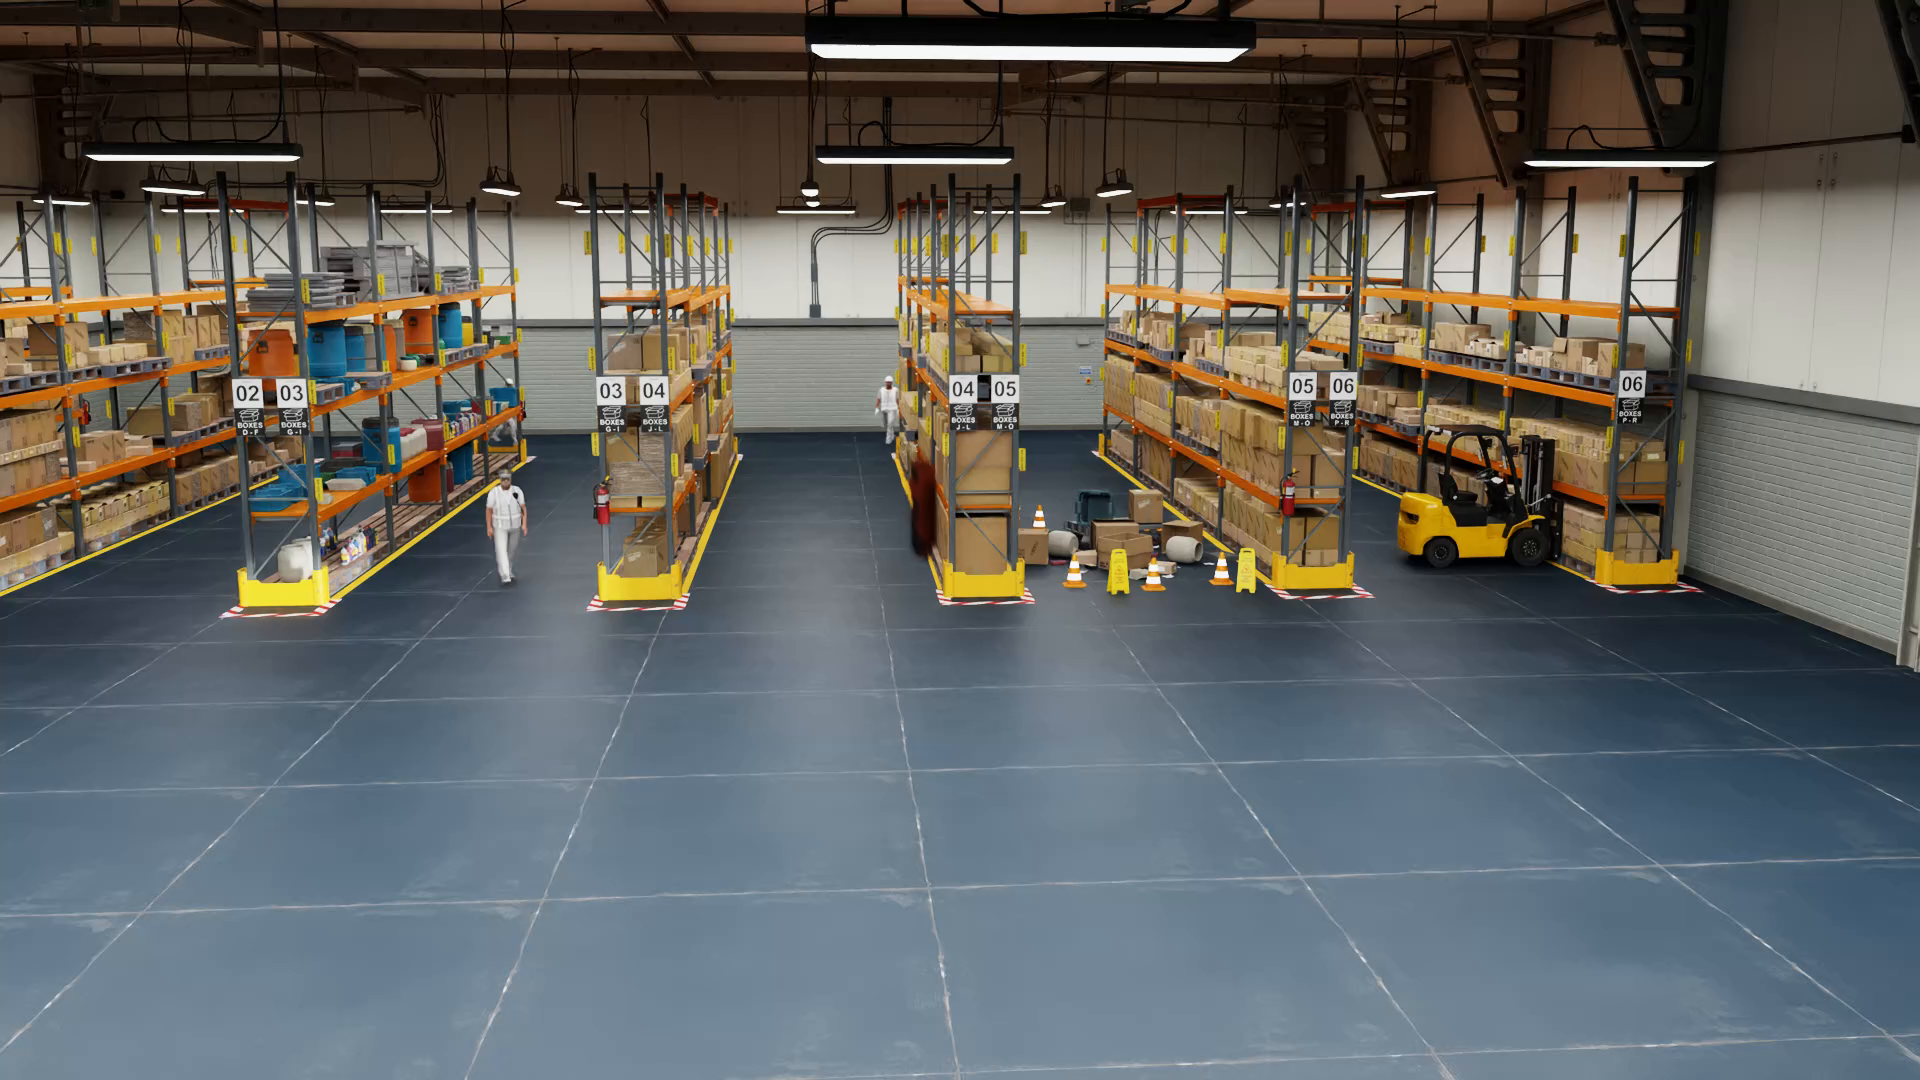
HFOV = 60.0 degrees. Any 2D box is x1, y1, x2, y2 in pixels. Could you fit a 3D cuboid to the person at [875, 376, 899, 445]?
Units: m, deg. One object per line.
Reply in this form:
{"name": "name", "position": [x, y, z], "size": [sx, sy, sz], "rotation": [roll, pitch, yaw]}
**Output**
{"name": "person", "position": [-1.848, -3.319, 42.460], "size": [0.579, 1.743, 1.043], "rotation": [3, 10, 16]}

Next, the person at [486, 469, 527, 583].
{"name": "person", "position": [-6.747, -0.213, 24.843], "size": [0.570, 1.707, 1.080], "rotation": [-7, 12, -33]}

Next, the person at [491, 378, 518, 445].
{"name": "person", "position": [-11.514, -3.263, 42.258], "size": [1.076, 1.714, 0.555], "rotation": [3, 11, 18]}
